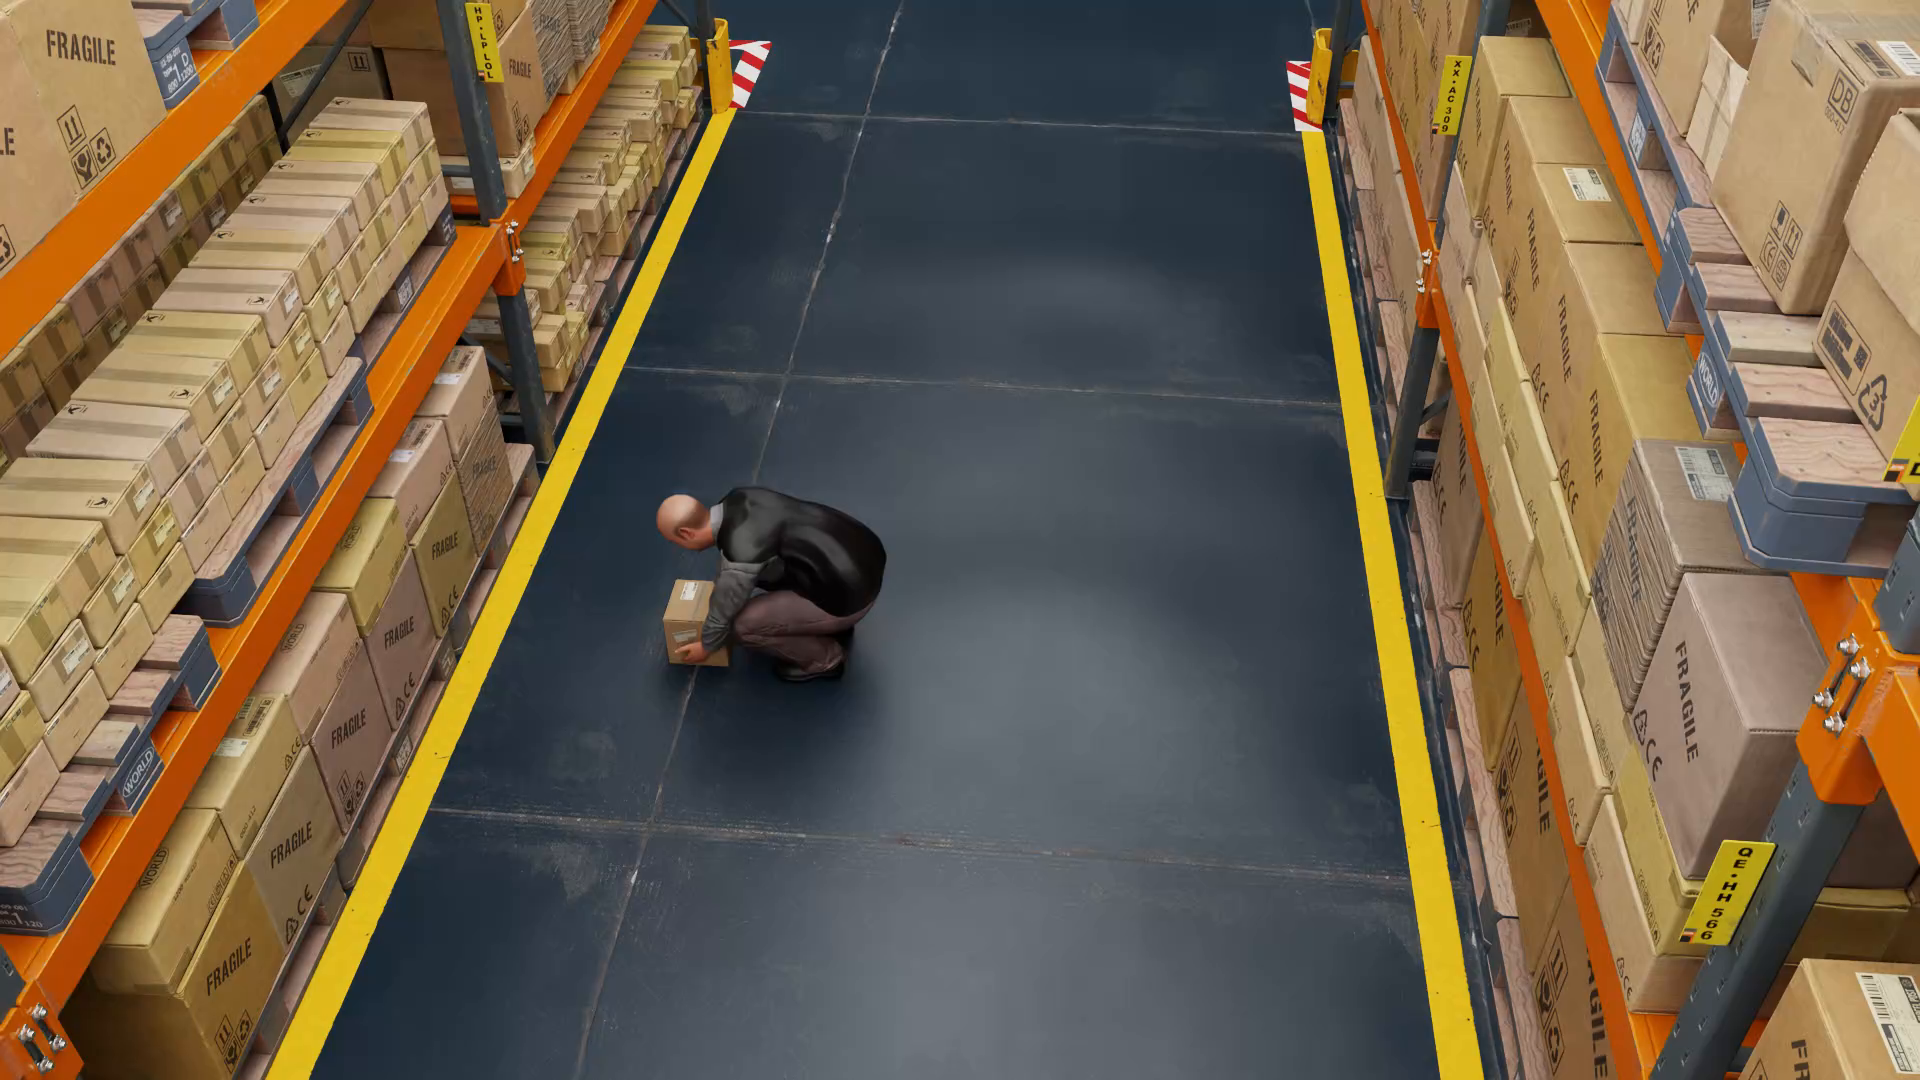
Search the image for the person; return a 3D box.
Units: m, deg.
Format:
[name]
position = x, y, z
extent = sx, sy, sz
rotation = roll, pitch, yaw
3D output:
[person]
position = -0.742, 0.147, 6.707
extent = 0.876, 0.833, 0.533
rotation = 3, 40, 4
